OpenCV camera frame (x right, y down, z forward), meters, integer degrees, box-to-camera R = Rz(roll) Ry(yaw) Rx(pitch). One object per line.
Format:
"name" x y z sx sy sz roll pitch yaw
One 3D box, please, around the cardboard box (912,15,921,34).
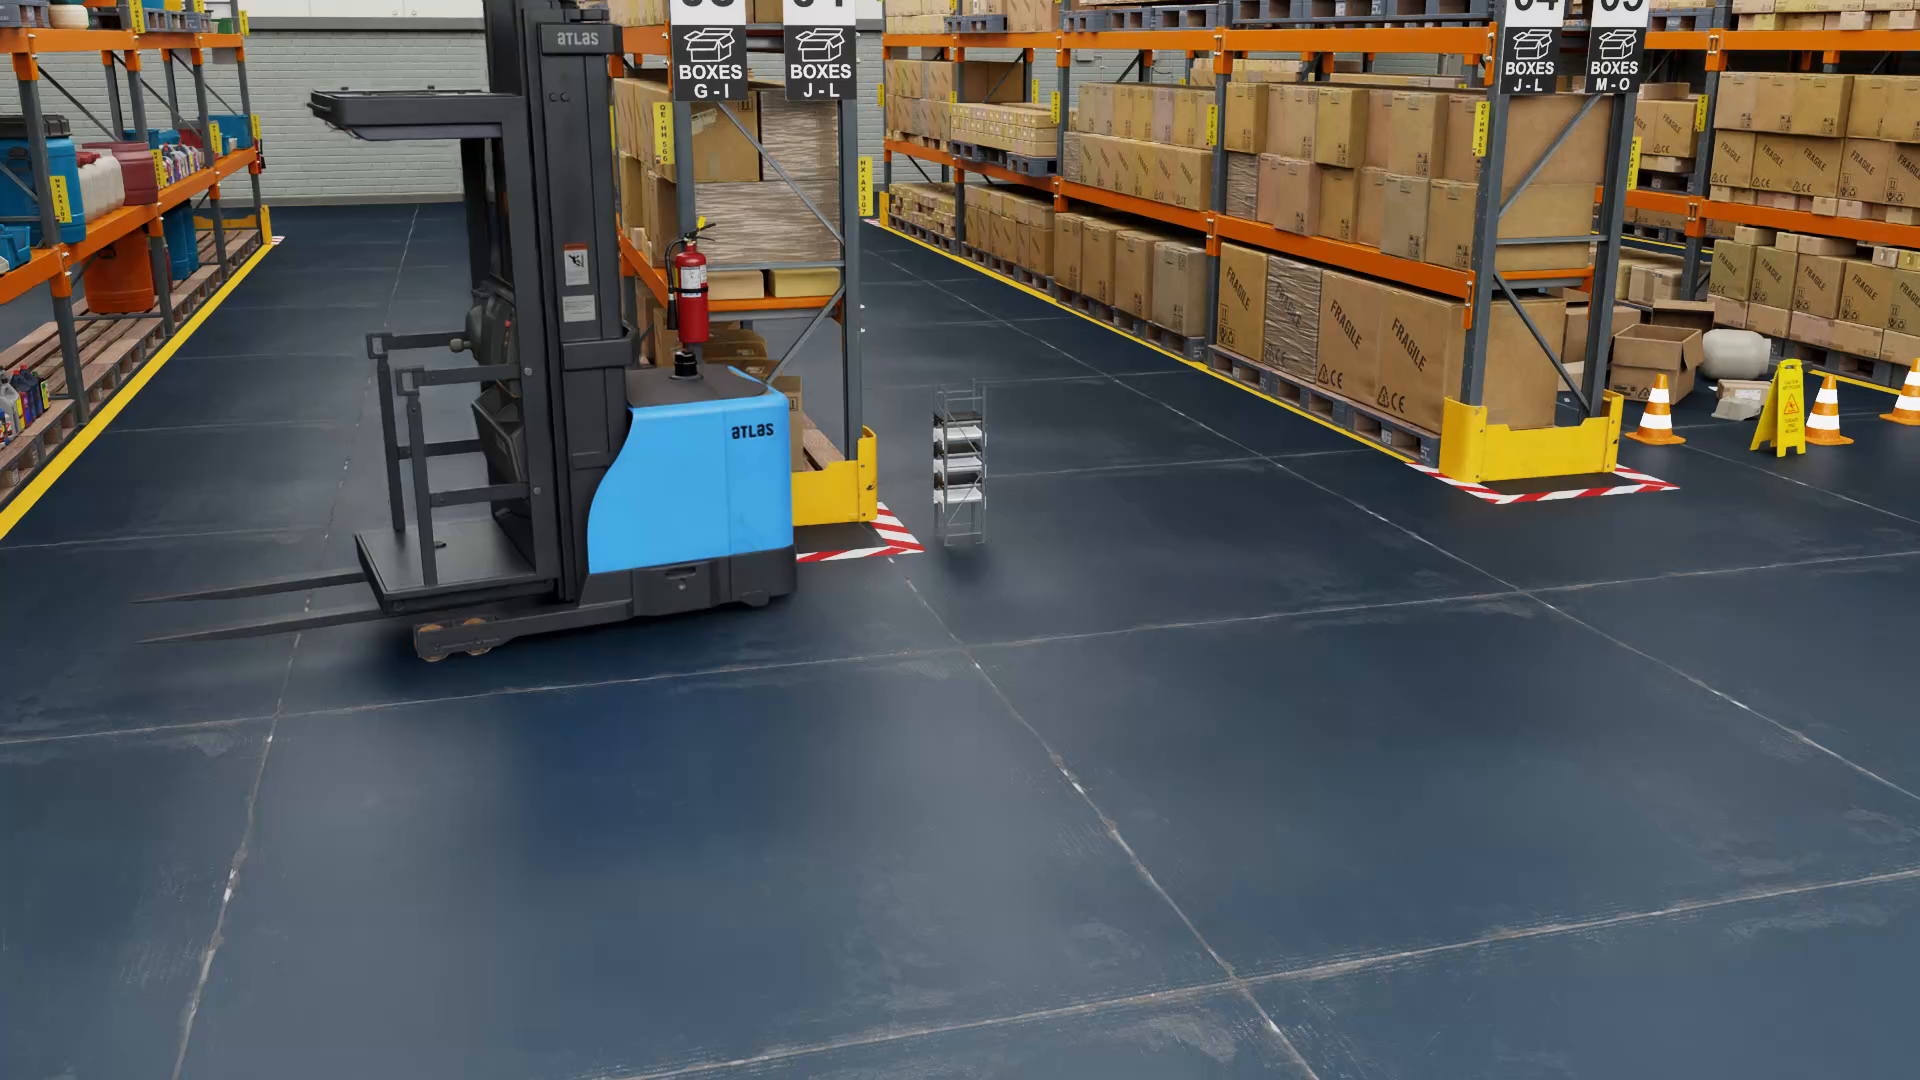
"cardboard box" -0.361 -7.114 22.966 0.500 0.250 0.500 -5 17 -16

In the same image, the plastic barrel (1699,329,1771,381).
"plastic barrel" 6.441 -1.536 13.828 0.512 0.421 0.421 7 18 23

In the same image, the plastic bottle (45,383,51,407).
"plastic bottle" -6.526 -1.044 11.813 0.097 0.201 0.097 0 17 0

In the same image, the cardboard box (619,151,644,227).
"cardboard box" -1.995 -2.561 12.072 0.875 0.500 0.500 -5 17 -15

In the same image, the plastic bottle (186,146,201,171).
"plastic bottle" -8.705 -4.319 18.832 0.152 0.276 0.135 -5 17 -15

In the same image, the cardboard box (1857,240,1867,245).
"cardboard box" 11.196 -3.814 20.334 0.875 0.625 0.625 -4 17 -13

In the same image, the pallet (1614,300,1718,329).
"pallet" 7.150 -2.304 16.755 1.003 0.211 1.213 -5 17 -15

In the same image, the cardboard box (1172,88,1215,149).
"cardboard box" 2.348 -3.811 15.012 0.700 0.500 0.500 -5 17 -16

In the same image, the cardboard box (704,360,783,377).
"cardboard box" -1.417 -0.875 10.766 0.500 0.500 0.500 0 17 -1

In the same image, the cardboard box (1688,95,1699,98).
"cardboard box" 10.214 -5.768 22.536 0.700 0.500 0.500 -5 17 -16

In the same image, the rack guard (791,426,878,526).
"rack guard" -1.085 -0.358 9.775 1.175 0.500 0.348 -5 17 -15

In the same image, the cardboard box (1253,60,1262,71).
"cardboard box" 4.486 -6.893 24.147 0.380 0.149 0.250 -5 17 -16

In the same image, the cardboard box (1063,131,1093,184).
"cardboard box" 1.398 -4.014 17.426 0.500 0.500 0.500 -5 17 -15

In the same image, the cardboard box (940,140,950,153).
"cardboard box" -0.044 -5.221 22.055 0.380 0.149 0.250 -5 17 -17

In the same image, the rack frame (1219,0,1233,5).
"rack frame" 2.634 -5.878 13.379 1.000 3.000 0.127 -5 17 -15

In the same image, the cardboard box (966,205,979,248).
"cardboard box" 0.383 -3.996 21.157 0.500 0.500 0.500 -4 17 -13

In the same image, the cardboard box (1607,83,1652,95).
"cardboard box" 6.721 -4.500 16.670 0.380 0.149 0.250 -5 18 -18

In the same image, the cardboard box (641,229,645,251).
"cardboard box" -2.026 -2.093 11.644 0.380 0.149 0.250 -5 17 -15

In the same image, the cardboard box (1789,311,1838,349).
"cardboard box" 7.574 -1.831 14.382 0.500 0.250 0.500 -5 17 -16

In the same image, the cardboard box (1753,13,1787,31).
"cardboard box" 7.231 -4.558 14.634 0.380 0.149 0.250 -5 17 -15

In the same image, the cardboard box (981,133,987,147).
"cardboard box" 0.465 -4.793 19.899 0.380 0.149 0.250 -5 17 -16

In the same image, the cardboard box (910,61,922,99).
"cardboard box" -0.386 -6.423 23.191 0.500 0.500 0.500 -5 18 -17

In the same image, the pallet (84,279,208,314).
"pallet" -8.613 -2.572 17.647 1.003 0.211 1.213 -5 17 -15

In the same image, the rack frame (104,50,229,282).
"rack frame" -9.124 -4.462 19.092 1.000 3.000 0.127 -5 17 -15

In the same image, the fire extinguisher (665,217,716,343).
"fire extinguisher" -1.475 -1.429 9.130 0.296 0.674 0.183 -5 17 -15

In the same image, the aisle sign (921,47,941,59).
"aisle sign" -0.396 -7.613 25.064 0.394 0.787 0.004 -5 17 -15

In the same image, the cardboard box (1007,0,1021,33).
"cardboard box" 0.850 -6.010 18.857 0.500 0.500 0.500 -5 17 -15

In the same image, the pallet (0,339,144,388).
"pallet" -7.517 -1.466 13.965 1.003 0.211 1.213 -5 17 -15

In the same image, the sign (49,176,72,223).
"sign" -6.393 -2.422 11.821 0.100 0.325 0.005 -5 17 -15

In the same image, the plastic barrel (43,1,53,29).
"plastic barrel" -8.008 -4.788 14.092 0.600 0.901 0.600 0 17 0

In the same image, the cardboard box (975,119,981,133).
"cardboard box" 0.394 -5.007 20.095 0.380 0.149 0.250 -4 17 -13

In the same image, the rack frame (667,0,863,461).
"rack frame" -1.064 -1.534 9.346 1.000 3.000 0.127 -5 17 -15

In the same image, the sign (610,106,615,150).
"sign" -2.696 -3.150 12.713 0.100 0.325 0.005 -5 17 -15

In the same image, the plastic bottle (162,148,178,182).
"plastic bottle" -8.254 -3.905 17.325 0.144 0.351 0.185 -5 17 -15

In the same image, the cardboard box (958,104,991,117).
"cardboard box" 0.184 -5.362 20.760 0.380 0.149 0.250 -4 17 -14

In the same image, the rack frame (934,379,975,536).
"rack frame" -0.030 -0.461 9.424 0.240 0.900 0.006 -5 17 -15

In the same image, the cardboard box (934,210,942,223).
"cardboard box" -0.134 -4.405 22.610 0.380 0.149 0.250 -5 18 -17

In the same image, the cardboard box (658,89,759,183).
"cardboard box" -1.453 -2.336 9.586 0.500 0.500 0.500 -5 17 -15

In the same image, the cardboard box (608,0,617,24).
"cardboard box" -2.286 -3.861 12.138 0.500 0.250 0.500 -5 18 -17

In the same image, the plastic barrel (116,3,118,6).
"plastic barrel" -8.095 -5.230 15.976 0.294 0.245 0.294 0 17 0

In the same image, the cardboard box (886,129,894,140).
"cardboard box" -0.890 -6.088 24.943 0.380 0.149 0.250 -5 17 -16

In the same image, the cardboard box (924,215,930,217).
"cardboard box" -0.292 -4.499 23.441 0.380 0.149 0.250 -4 17 -14

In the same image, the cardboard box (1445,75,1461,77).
"cardboard box" 6.093 -5.494 20.616 0.500 0.500 0.500 -4 17 -14

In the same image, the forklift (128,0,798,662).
"forklift" -2.376 -1.021 7.756 3.031 2.935 1.130 -8 18 -25

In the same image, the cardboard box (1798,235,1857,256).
"cardboard box" 7.464 -2.538 14.306 0.380 0.149 0.250 -4 17 -12

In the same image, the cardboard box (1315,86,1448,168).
"cardboard box" 3.134 -3.040 12.221 0.875 0.550 0.500 -5 17 -15

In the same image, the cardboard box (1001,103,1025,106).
"cardboard box" 0.733 -5.488 21.180 0.380 0.149 0.250 -4 17 -13

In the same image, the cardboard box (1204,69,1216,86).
"cardboard box" 4.074 -6.973 25.539 0.500 0.500 0.500 -5 17 -17

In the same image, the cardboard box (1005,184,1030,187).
"cardboard box" 0.883 -4.395 21.180 0.500 0.250 0.500 -5 17 -17

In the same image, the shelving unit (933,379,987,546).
"shelving unit" -0.002 -0.433 9.330 0.258 0.900 0.210 -5 17 -15

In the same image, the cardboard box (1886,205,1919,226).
"cardboard box" 7.737 -2.632 13.438 0.380 0.149 0.250 -5 17 -16

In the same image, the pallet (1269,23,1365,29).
"pallet" 4.952 -7.258 23.342 1.003 0.211 1.213 -5 17 -15

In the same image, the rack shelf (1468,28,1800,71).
"rack shelf" 6.816 -5.070 17.151 1.077 0.370 4.000 -5 17 -15

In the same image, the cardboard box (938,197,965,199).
"cardboard box" -0.093 -4.630 22.843 0.380 0.149 0.250 -4 17 -13

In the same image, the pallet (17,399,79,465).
"pallet" -6.781 -0.725 11.497 1.003 0.211 1.213 -5 17 -15

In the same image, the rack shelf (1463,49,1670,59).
"rack shelf" 9.389 -7.676 25.828 1.077 0.370 4.000 -5 17 -15
